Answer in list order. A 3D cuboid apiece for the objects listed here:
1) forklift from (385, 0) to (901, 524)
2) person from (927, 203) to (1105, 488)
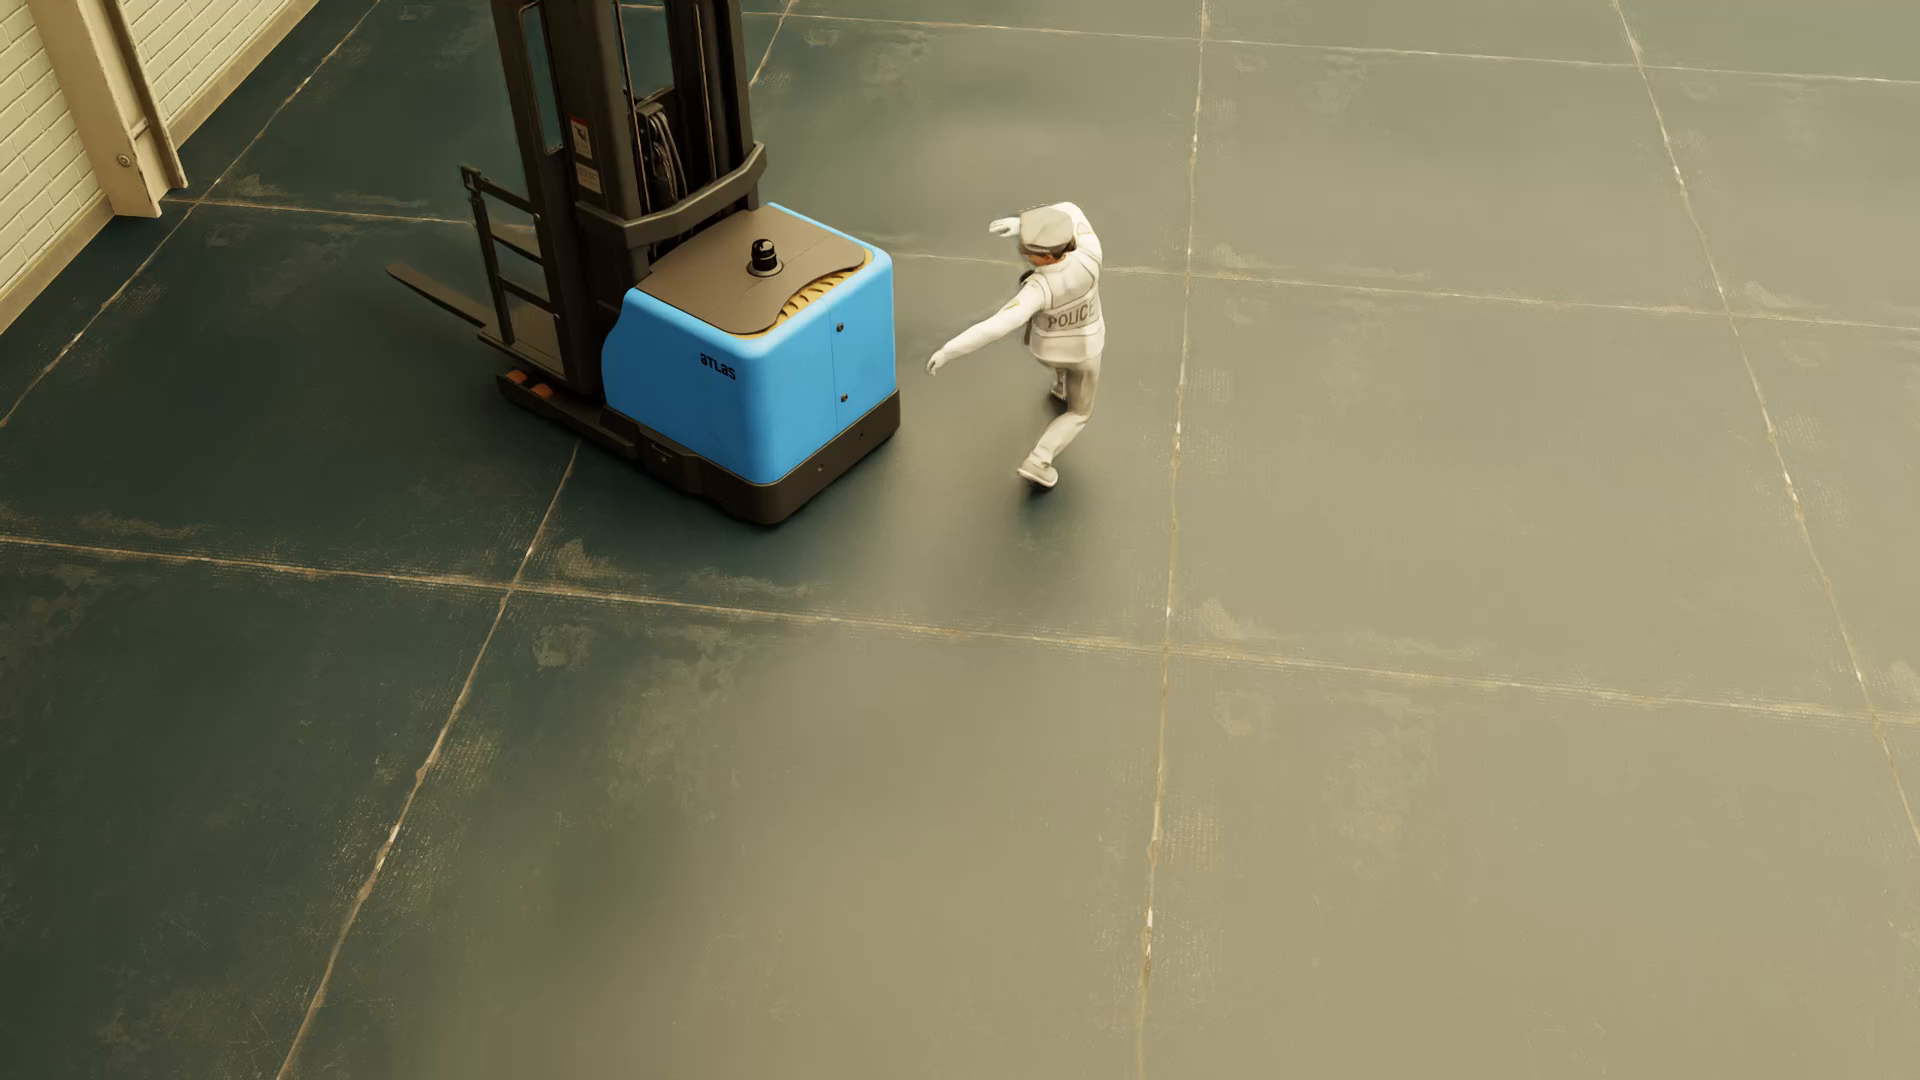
[{"bbox_3d":[-1.779,-1.975,7.874,3.031,2.935,1.130,27,49,27],"label":"forklift"},{"bbox_3d":[0.282,-1.006,7.969,0.823,1.384,0.950,3,43,3],"label":"person"}]
